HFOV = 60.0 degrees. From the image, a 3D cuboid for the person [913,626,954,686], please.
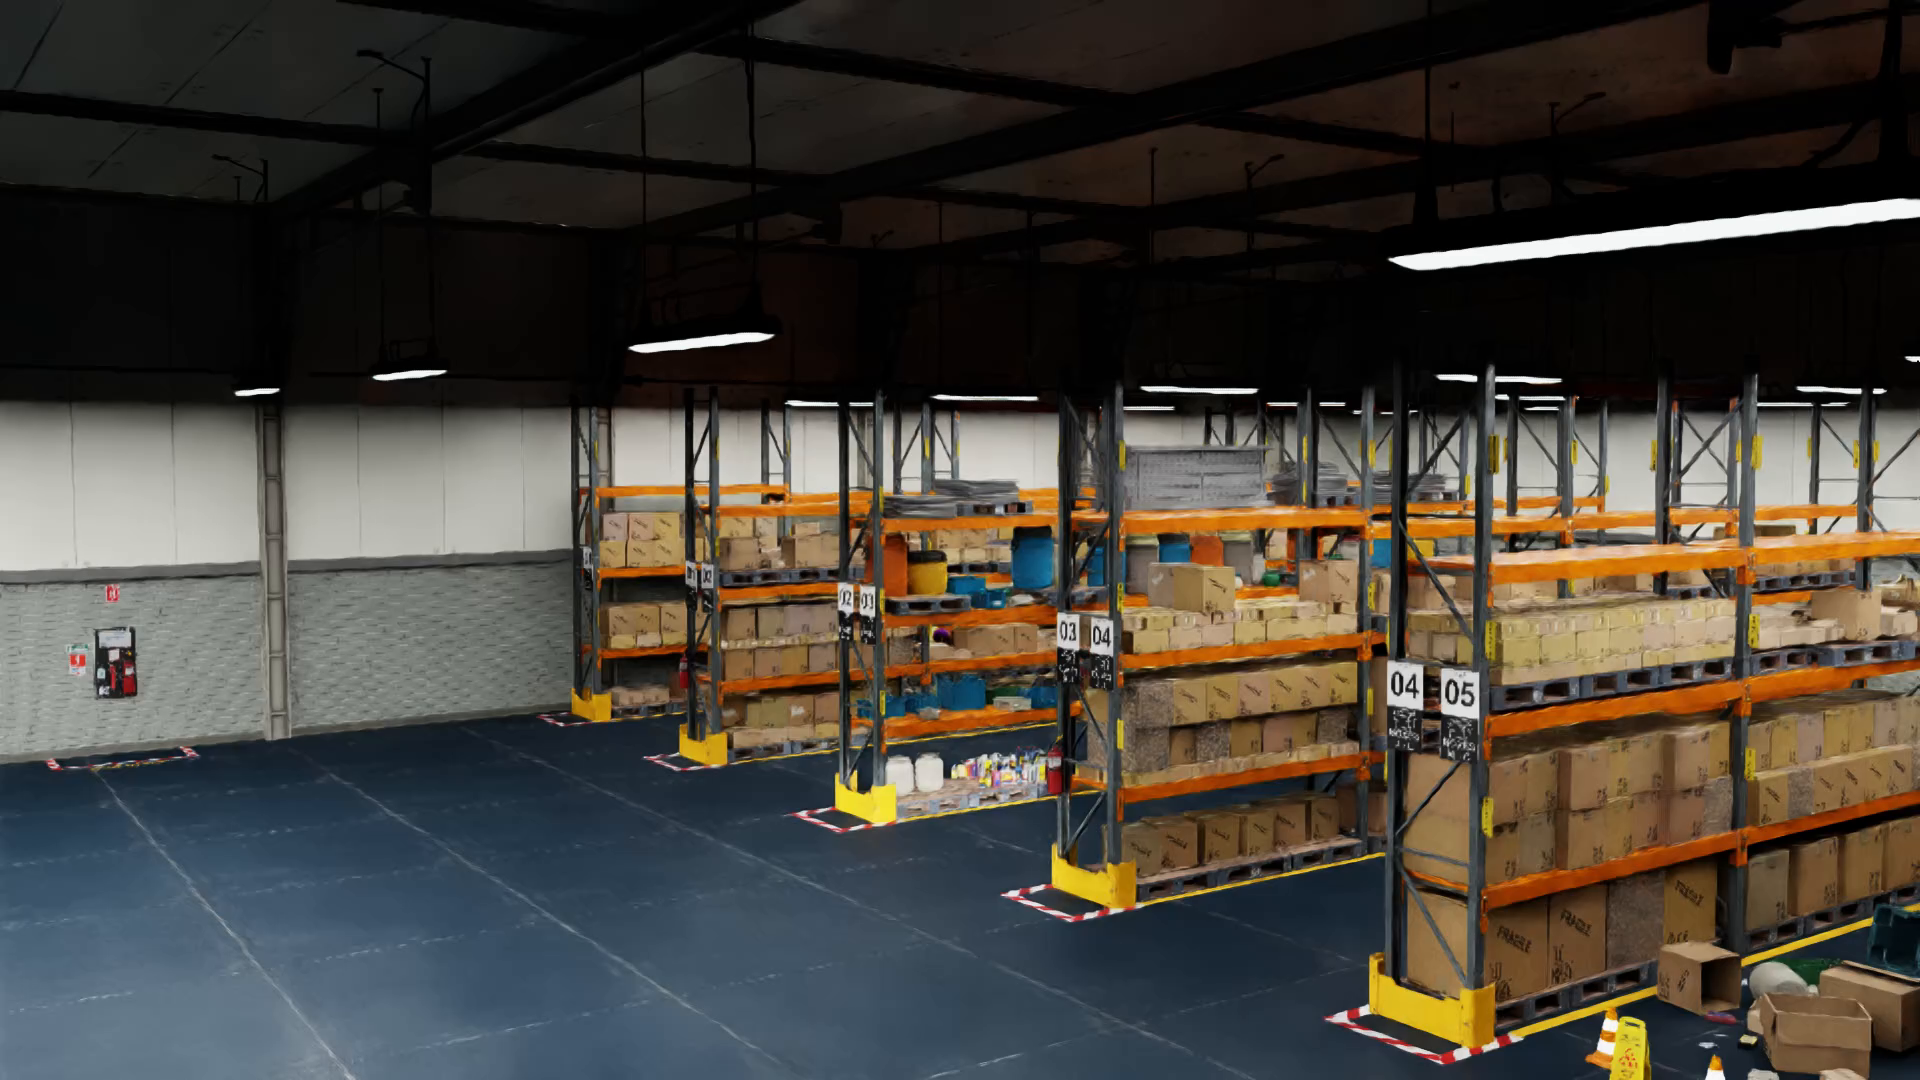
[{"bbox_3d":[-0.517,2.317,33.198,0.940,1.667,0.684,-2,4,-30],"label":"person"}]
